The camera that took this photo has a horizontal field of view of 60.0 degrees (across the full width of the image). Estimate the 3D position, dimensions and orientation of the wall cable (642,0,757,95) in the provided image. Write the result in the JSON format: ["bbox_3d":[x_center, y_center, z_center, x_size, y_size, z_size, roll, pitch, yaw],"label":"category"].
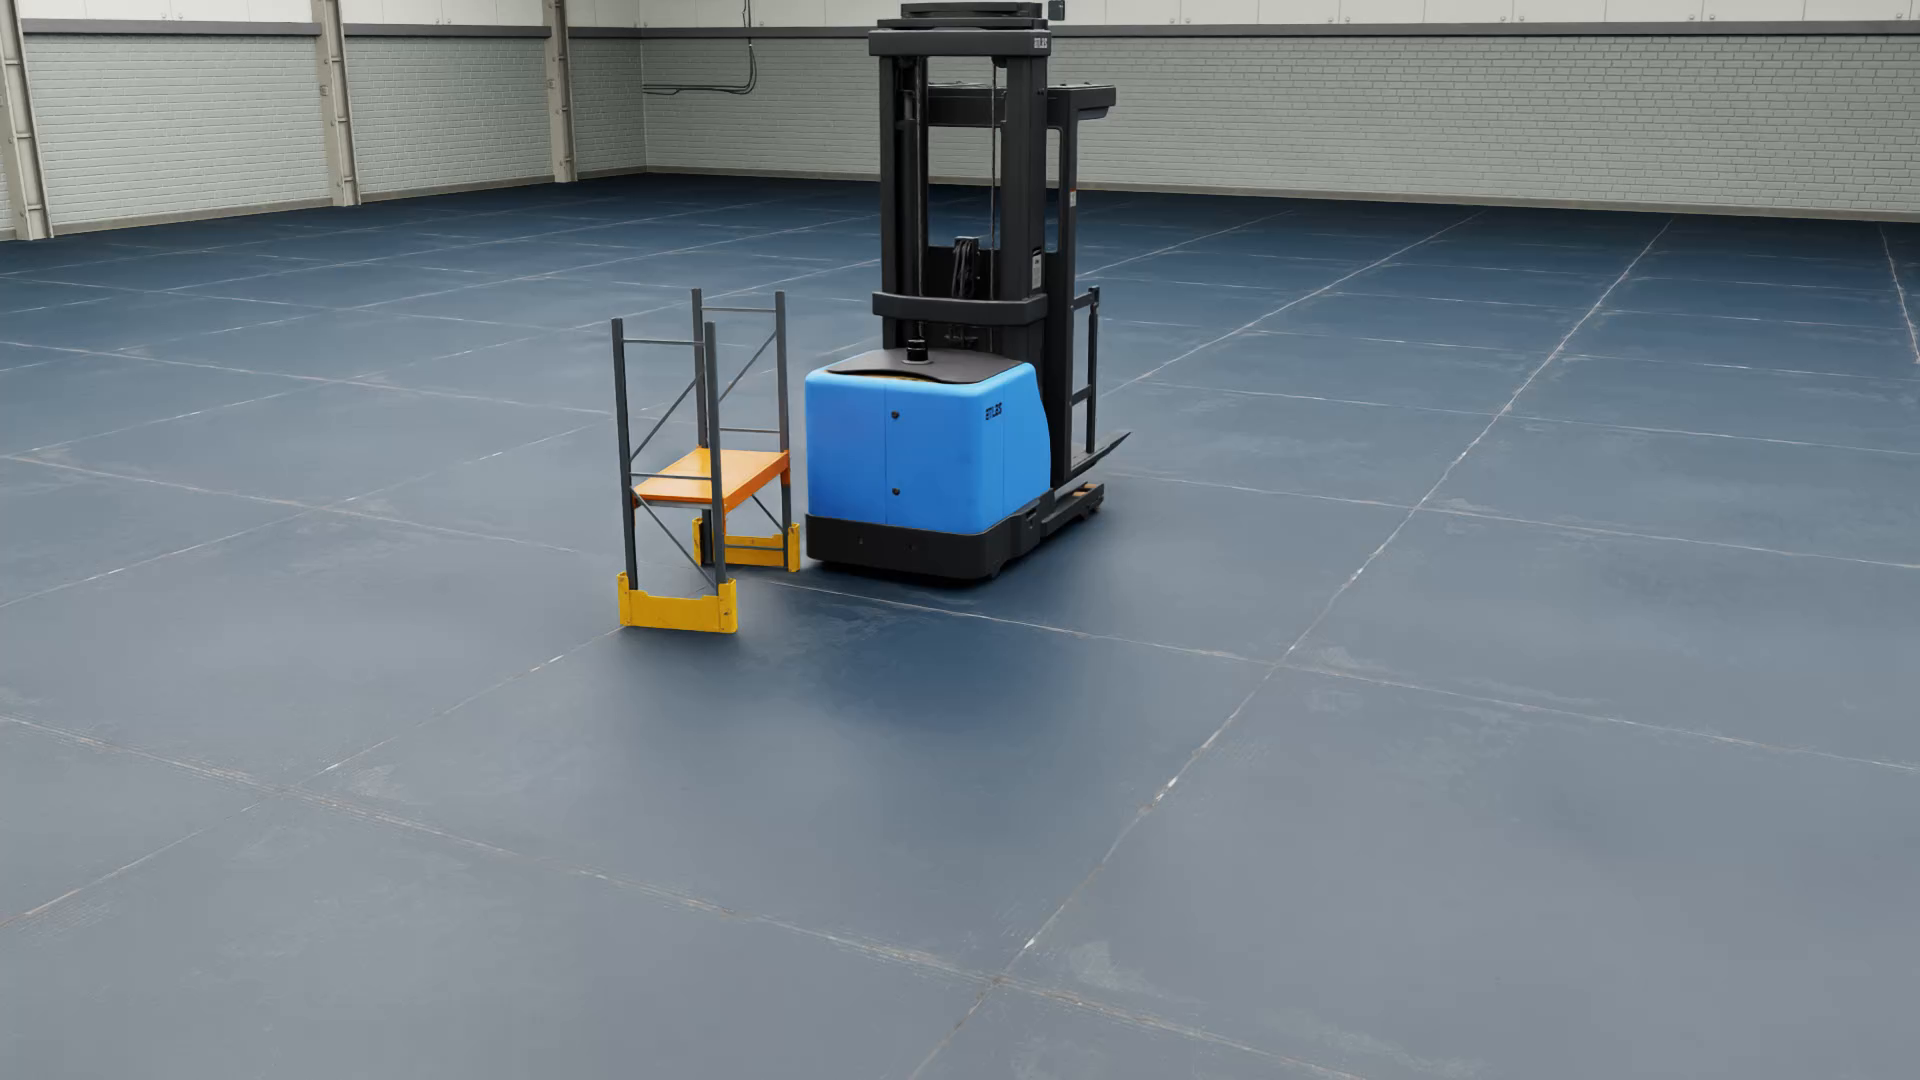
[{"bbox_3d":[-5.736,-10.897,35.861,3.097,2.526,0.112,8,18,25],"label":"wall cable"}]

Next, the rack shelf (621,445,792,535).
[{"bbox_3d":[-1.262,-0.266,8.416,0.538,0.185,1.000,4,17,12],"label":"rack shelf"}]

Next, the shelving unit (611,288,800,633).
[{"bbox_3d":[-1.264,-0.436,8.357,0.587,1.500,1.083,4,17,12],"label":"shelving unit"}]

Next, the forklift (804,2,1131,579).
[{"bbox_3d":[0.228,-1.576,9.684,1.130,2.935,3.031,7,18,23],"label":"forklift"}]

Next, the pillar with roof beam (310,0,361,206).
[{"bbox_3d":[-7.065,-9.727,26.469,9.100,9.000,0.400,8,18,25],"label":"pillar with roof beam"}]

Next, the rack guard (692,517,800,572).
[{"bbox_3d":[-1.156,0.025,9.001,0.587,0.250,0.087,4,17,12],"label":"rack guard"}]

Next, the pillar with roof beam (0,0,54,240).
[{"bbox_3d":[-9.746,-8.199,21.324,9.100,9.000,0.400,8,18,25],"label":"pillar with roof beam"}]

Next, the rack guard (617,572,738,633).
[{"bbox_3d":[-1.371,0.302,8.068,0.587,0.250,0.087,4,17,12],"label":"rack guard"}]

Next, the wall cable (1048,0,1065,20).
[{"bbox_3d":[2.750,-12.804,30.854,2.305,6.003,0.169,8,18,25],"label":"wall cable"}]

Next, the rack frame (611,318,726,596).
[{"bbox_3d":[-1.371,-0.297,7.889,0.500,1.500,0.032,4,17,12],"label":"rack frame"}]

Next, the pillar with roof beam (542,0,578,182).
[{"bbox_3d":[-4.384,-11.255,31.615,9.100,9.000,0.400,8,18,25],"label":"pillar with roof beam"}]

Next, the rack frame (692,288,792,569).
[{"bbox_3d":[-1.152,-0.579,8.841,0.500,1.500,0.032,4,17,12],"label":"rack frame"}]
